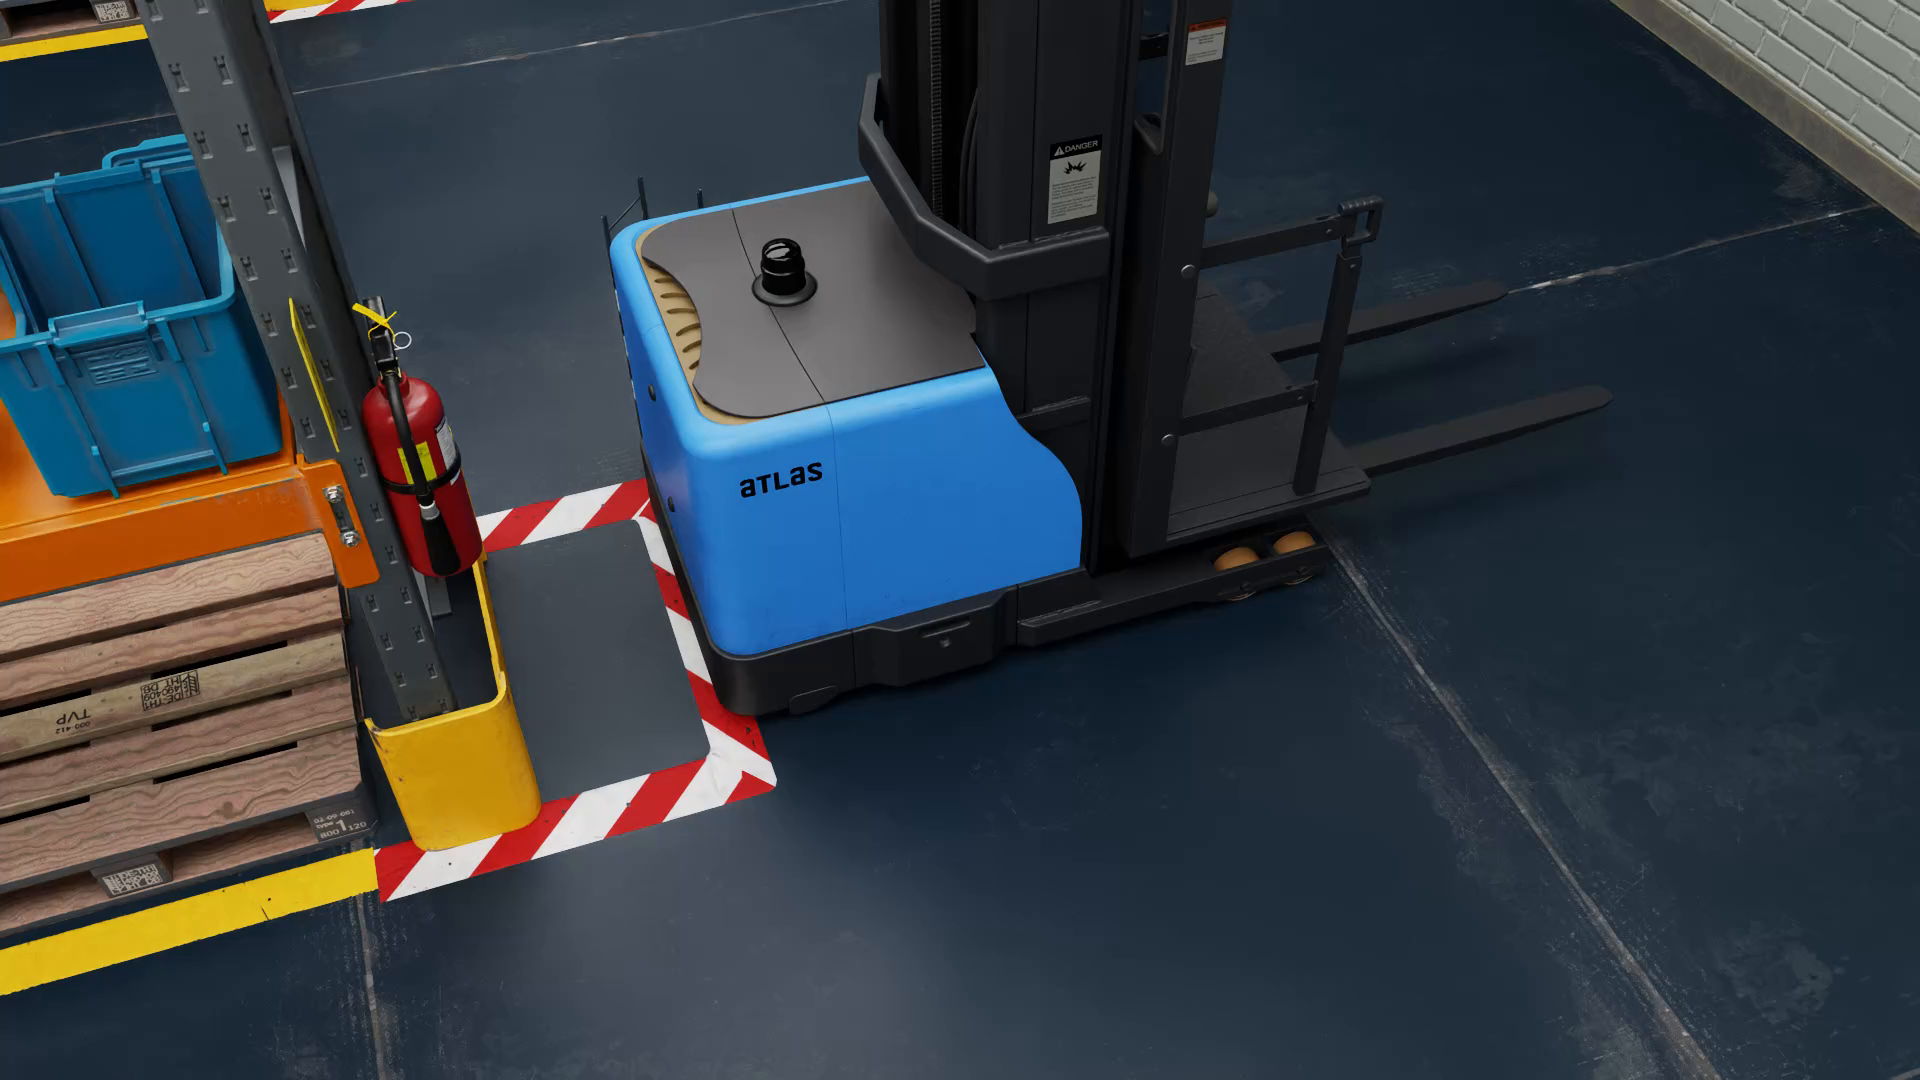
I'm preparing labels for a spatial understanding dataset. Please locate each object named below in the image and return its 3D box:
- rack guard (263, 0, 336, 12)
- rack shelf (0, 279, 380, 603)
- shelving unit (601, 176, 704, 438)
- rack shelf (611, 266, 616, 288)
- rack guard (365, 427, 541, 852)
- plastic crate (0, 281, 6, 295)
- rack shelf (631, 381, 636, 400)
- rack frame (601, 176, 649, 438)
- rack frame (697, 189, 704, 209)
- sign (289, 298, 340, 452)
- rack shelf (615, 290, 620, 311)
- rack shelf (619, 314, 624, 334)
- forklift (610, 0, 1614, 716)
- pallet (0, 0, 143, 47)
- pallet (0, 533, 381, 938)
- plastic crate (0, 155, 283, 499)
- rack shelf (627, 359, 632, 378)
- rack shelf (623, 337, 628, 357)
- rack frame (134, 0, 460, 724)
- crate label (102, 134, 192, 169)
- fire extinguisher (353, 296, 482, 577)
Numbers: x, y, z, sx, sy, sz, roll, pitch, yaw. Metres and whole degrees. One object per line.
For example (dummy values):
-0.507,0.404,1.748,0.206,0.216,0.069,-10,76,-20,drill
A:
-3.249,-3.033,7.920,0.348,0.500,1.175,-14,47,-14,rack guard
-3.380,0.103,3.538,4.000,0.370,1.077,-14,47,-14,rack shelf
-0.924,-0.692,5.304,0.210,0.900,0.258,15,47,15,shelving unit
-0.924,-0.859,5.137,0.200,0.077,0.258,15,47,15,rack shelf
-1.481,0.236,4.662,0.348,0.500,1.175,-14,47,-14,rack guard
-2.173,-0.698,3.972,0.298,0.136,0.250,-14,47,-14,plastic crate
-0.924,-0.541,5.455,0.200,0.077,0.258,15,47,15,rack shelf
-1.019,-0.718,5.330,0.006,0.900,0.240,15,47,15,rack frame
-0.829,-0.666,5.278,0.006,0.900,0.240,15,47,15,rack frame
-1.297,-0.327,3.343,0.005,0.325,0.100,-14,47,-14,sign
-0.924,-0.796,5.200,0.200,0.077,0.258,15,47,15,rack shelf
-0.924,-0.732,5.264,0.200,0.077,0.258,15,47,15,rack shelf
0.589,-1.188,4.365,3.031,2.935,1.130,-15,47,-14,forklift
-3.998,-2.738,7.830,1.213,0.211,1.003,-14,47,-14,pallet
-2.288,0.524,4.578,1.213,0.211,1.003,-14,47,-14,pallet
-1.751,-0.461,3.524,0.499,0.435,0.616,-14,47,-14,plastic crate
-0.924,-0.605,5.392,0.200,0.077,0.258,15,47,15,rack shelf
-0.924,-0.668,5.328,0.200,0.077,0.258,15,47,15,rack shelf
-1.499,-0.632,3.763,0.127,3.000,1.000,-14,47,-14,rack frame
-1.843,-0.754,3.960,0.303,0.233,0.416,-14,47,-14,crate label
-1.203,-0.207,3.656,0.183,0.674,0.296,-14,47,-14,fire extinguisher
